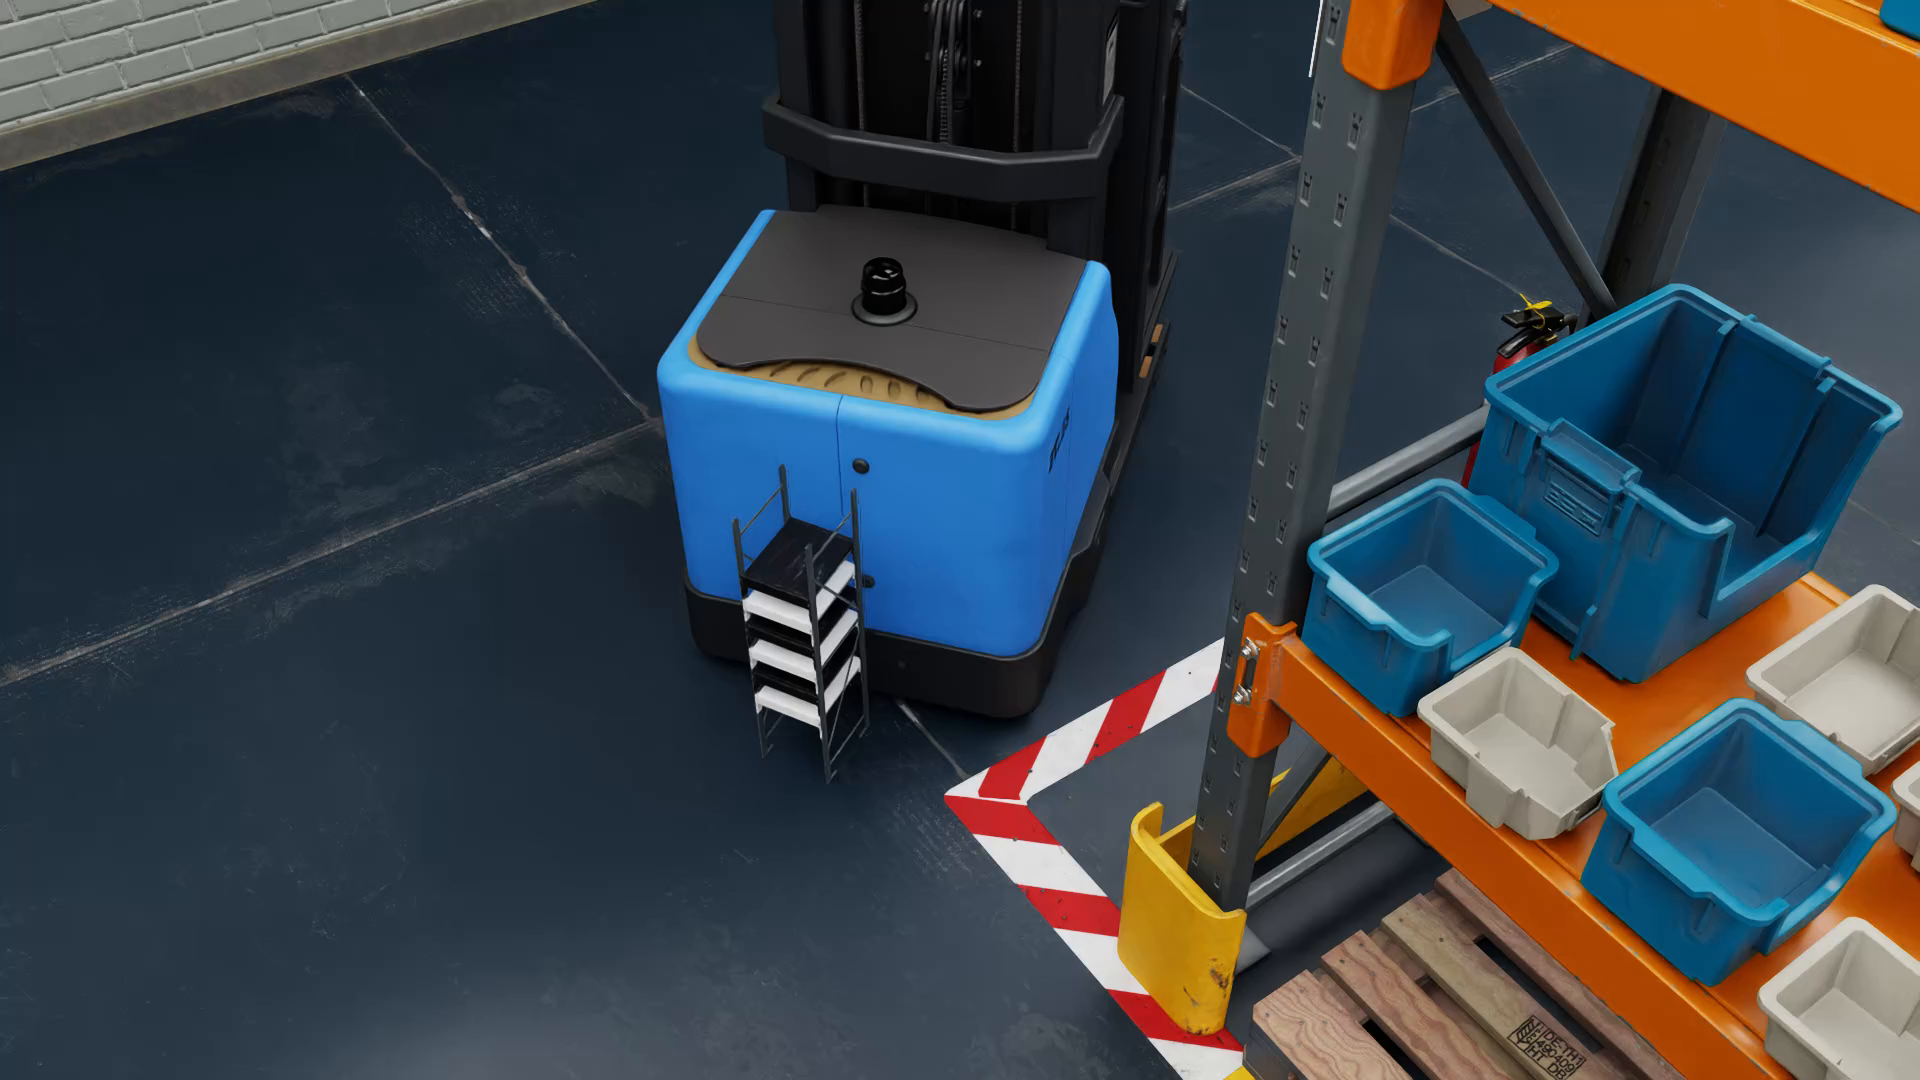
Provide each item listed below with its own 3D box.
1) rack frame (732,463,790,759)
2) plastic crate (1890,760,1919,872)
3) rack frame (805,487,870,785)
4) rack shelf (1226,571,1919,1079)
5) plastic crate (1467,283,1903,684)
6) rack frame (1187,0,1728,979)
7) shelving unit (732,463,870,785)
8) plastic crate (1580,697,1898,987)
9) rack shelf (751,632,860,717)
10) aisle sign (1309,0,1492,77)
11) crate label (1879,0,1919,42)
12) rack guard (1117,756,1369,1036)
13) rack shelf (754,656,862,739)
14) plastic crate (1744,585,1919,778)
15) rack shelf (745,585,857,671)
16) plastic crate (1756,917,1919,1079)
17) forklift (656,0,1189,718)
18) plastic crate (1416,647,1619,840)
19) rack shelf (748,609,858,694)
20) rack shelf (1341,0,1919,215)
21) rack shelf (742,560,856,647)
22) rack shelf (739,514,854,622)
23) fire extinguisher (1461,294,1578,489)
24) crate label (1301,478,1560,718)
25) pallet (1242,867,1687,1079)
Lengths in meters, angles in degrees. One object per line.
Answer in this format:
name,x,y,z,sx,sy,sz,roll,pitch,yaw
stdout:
rack frame,-0.493,0.207,4.380,0.006,0.900,0.240,19,47,19
plastic crate,1.740,0.441,2.764,0.396,0.136,0.243,-26,49,-24
rack frame,-0.311,0.270,4.315,0.006,0.900,0.240,19,47,19
rack shelf,2.115,1.200,2.342,1.077,0.370,4.000,-26,49,-24
plastic crate,1.315,-0.112,3.126,0.616,0.435,0.499,-26,49,-24
rack frame,0.971,-0.193,3.280,1.000,3.000,0.127,-26,49,-24
shelving unit,-0.402,0.239,4.347,0.210,0.900,0.258,19,47,19
plastic crate,1.218,0.488,2.644,0.416,0.233,0.300,-26,49,-24
rack shelf,-0.402,0.328,4.433,0.200,0.077,0.258,19,47,19
aisle sign,0.686,-1.057,2.302,0.394,0.787,0.004,-26,49,-24
crate label,1.233,-0.574,1.615,0.408,0.251,0.502,-26,49,-24
rack guard,0.946,0.702,4.152,1.175,0.500,0.348,-26,49,-24
rack shelf,-0.402,0.393,4.495,0.200,0.077,0.258,19,47,19
plastic crate,1.586,0.271,2.942,0.396,0.136,0.243,-26,49,-24
rack shelf,-0.402,0.198,4.308,0.200,0.077,0.258,19,47,19
plastic crate,1.345,0.749,2.441,0.250,0.136,0.298,-26,49,-24
forklift,0.113,-1.600,4.803,1.130,2.935,3.031,11,45,11
plastic crate,0.957,0.365,2.843,0.250,0.136,0.298,-26,49,-24
rack shelf,-0.402,0.263,4.370,0.200,0.077,0.258,19,47,19
rack shelf,2.115,0.115,1.306,1.077,0.370,4.000,-26,49,-24
rack shelf,-0.402,0.133,4.246,0.200,0.077,0.258,19,47,19
rack shelf,-0.402,0.068,4.183,0.200,0.077,0.258,19,47,19
fire extinguisher,1.257,-0.295,3.713,0.296,0.674,0.183,-26,49,-24
crate label,0.842,0.115,3.035,0.416,0.233,0.303,-26,49,-24
pallet,1.411,1.298,3.738,1.003,0.211,1.213,-26,49,-24
